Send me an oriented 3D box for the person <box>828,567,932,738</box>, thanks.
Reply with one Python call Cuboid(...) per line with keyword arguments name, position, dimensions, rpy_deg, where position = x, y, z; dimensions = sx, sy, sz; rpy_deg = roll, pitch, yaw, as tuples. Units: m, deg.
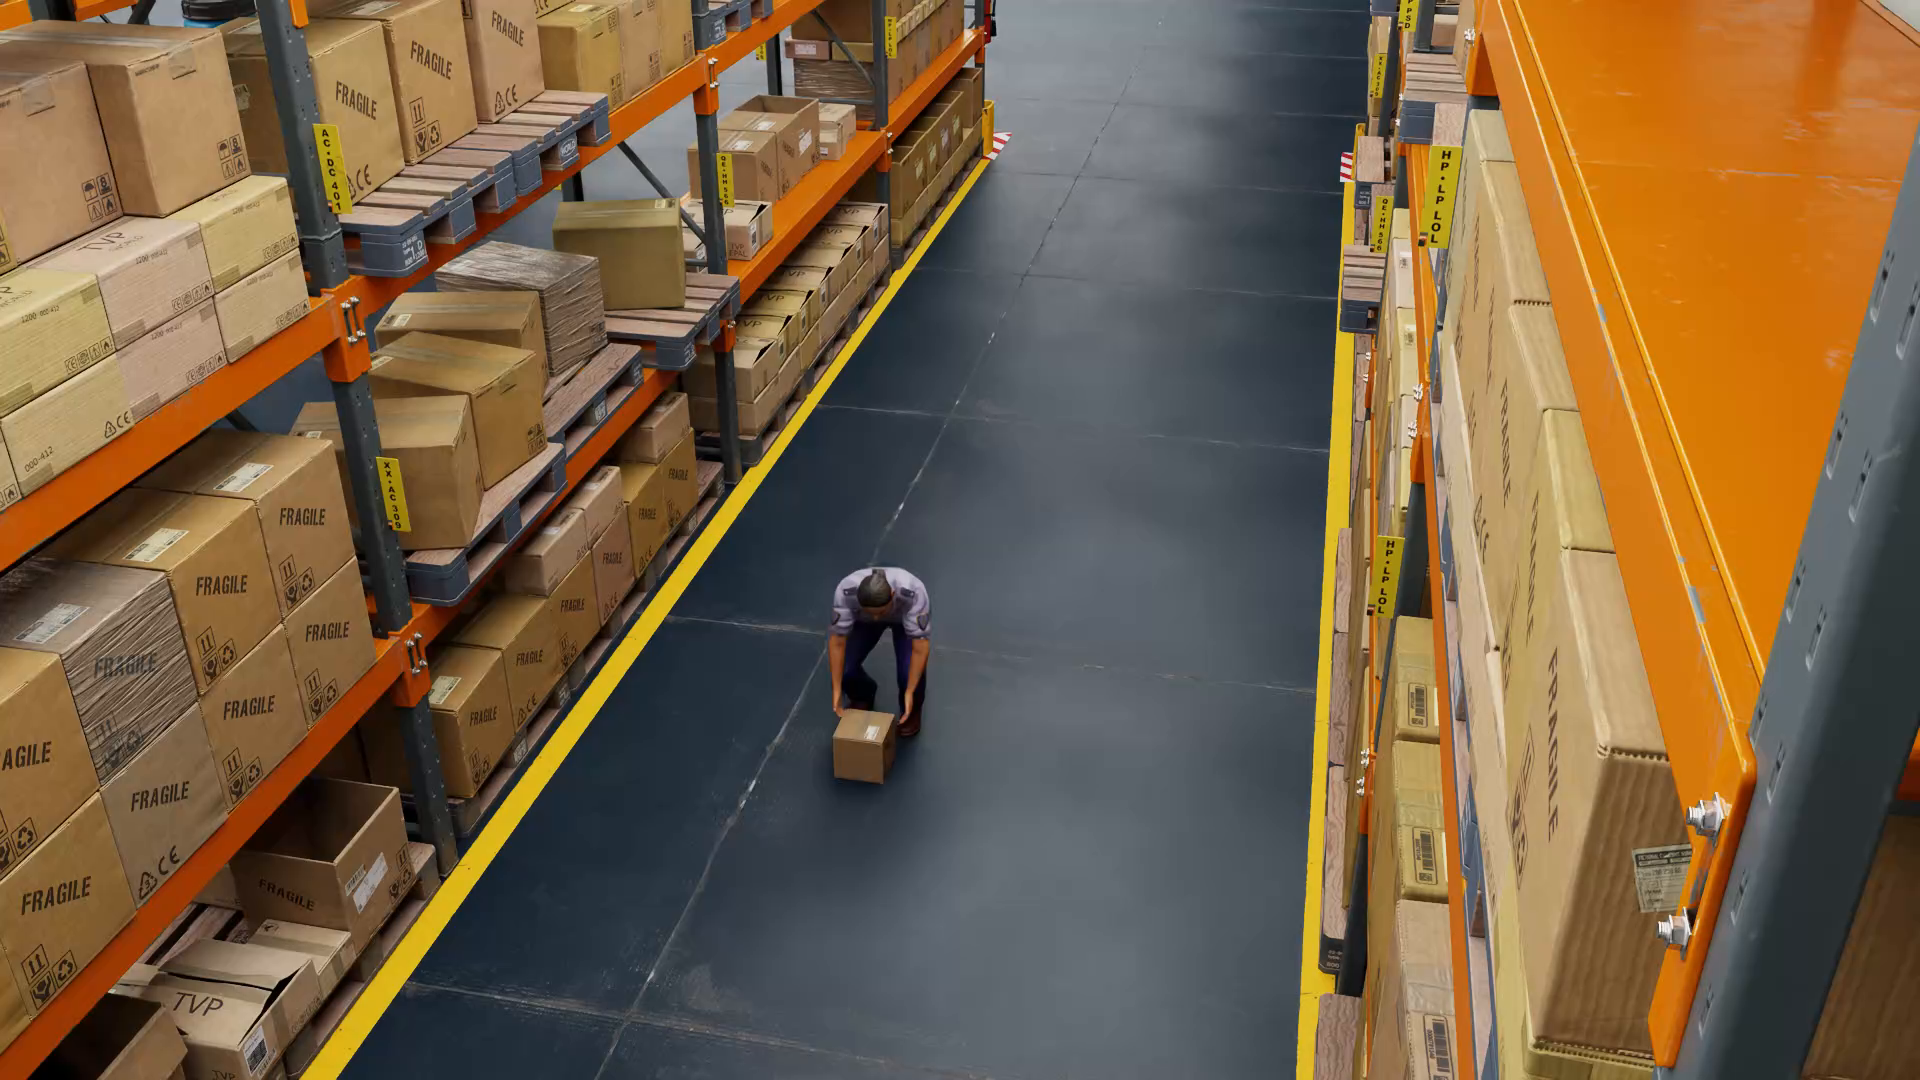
Cuboid(name="person", position=(-0.372, 0.489, 8.357), dimensions=(0.534, 1.060, 0.785), rpy_deg=(6, 30, 10))
